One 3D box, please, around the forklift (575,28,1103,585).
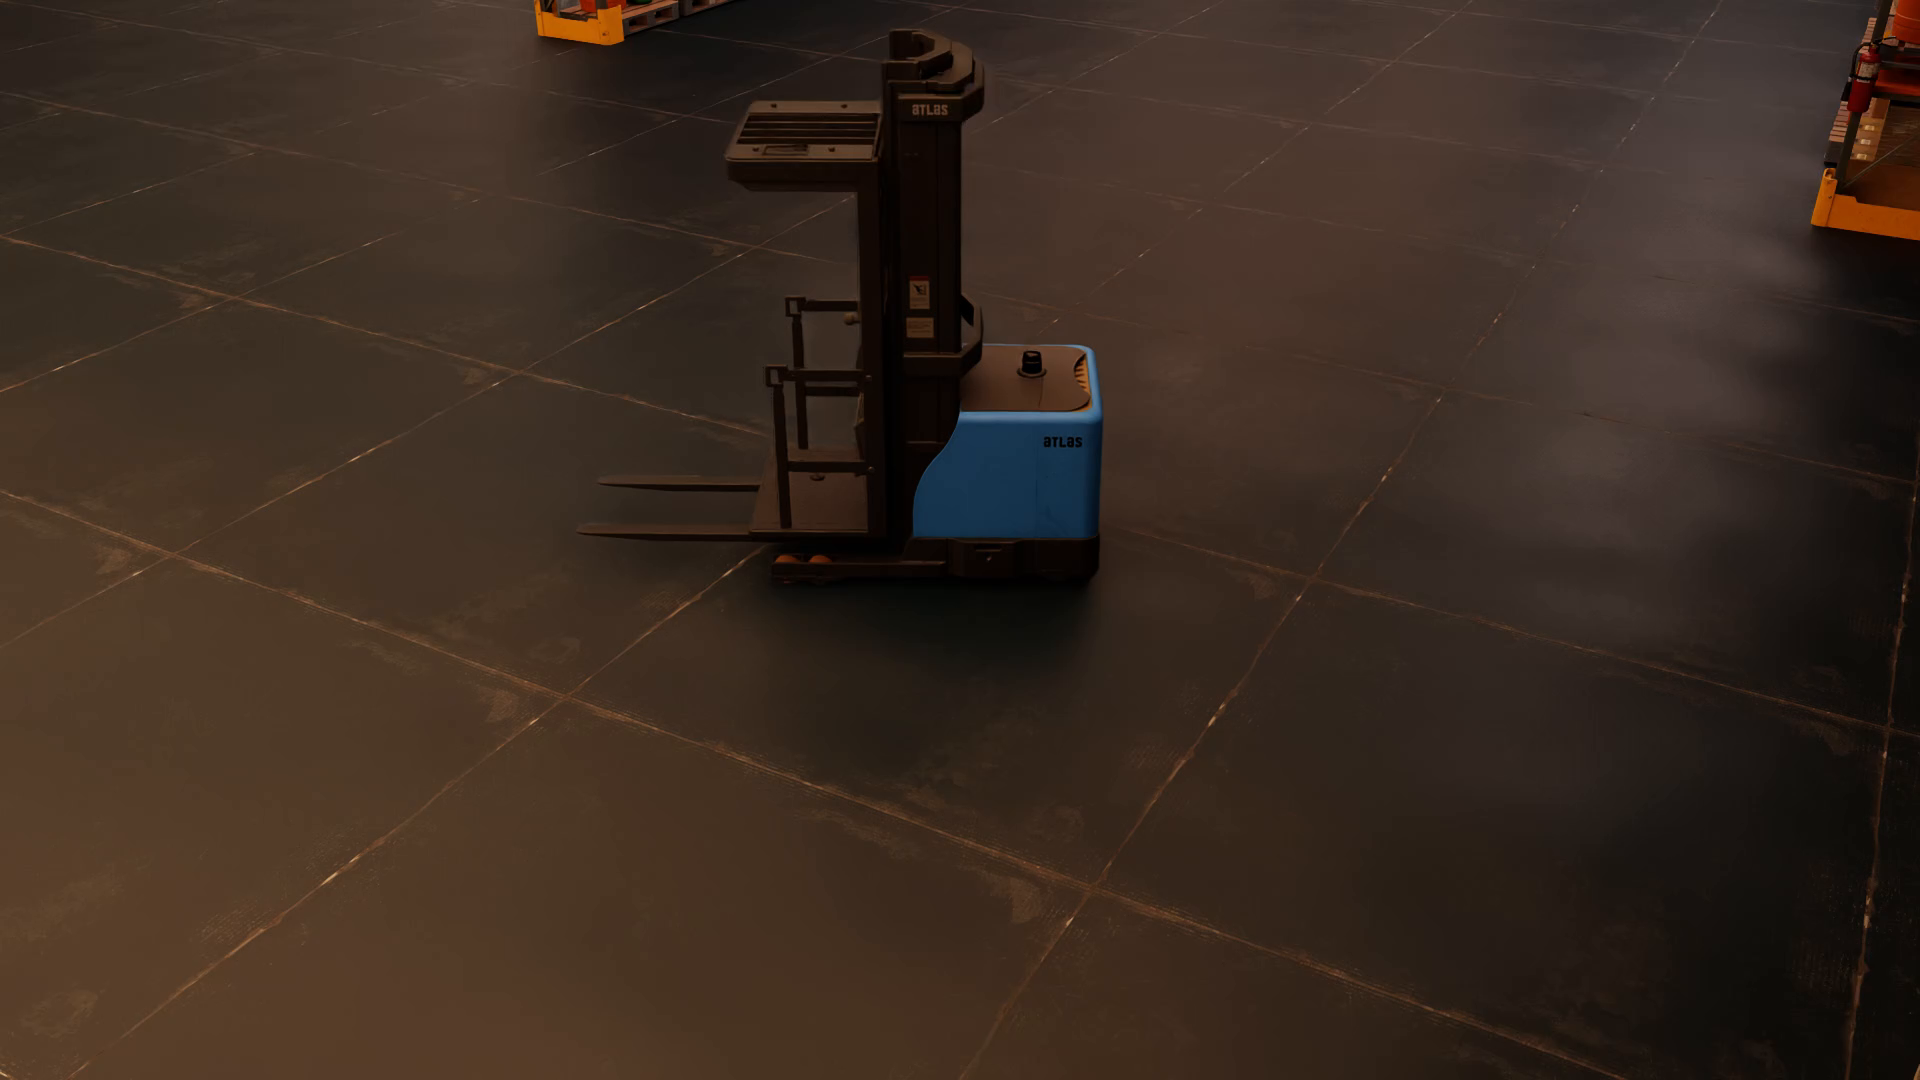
[{"bbox_3d":[-0.710,-1.276,9.281,3.031,2.935,1.130,0,30,1],"label":"forklift"}]
